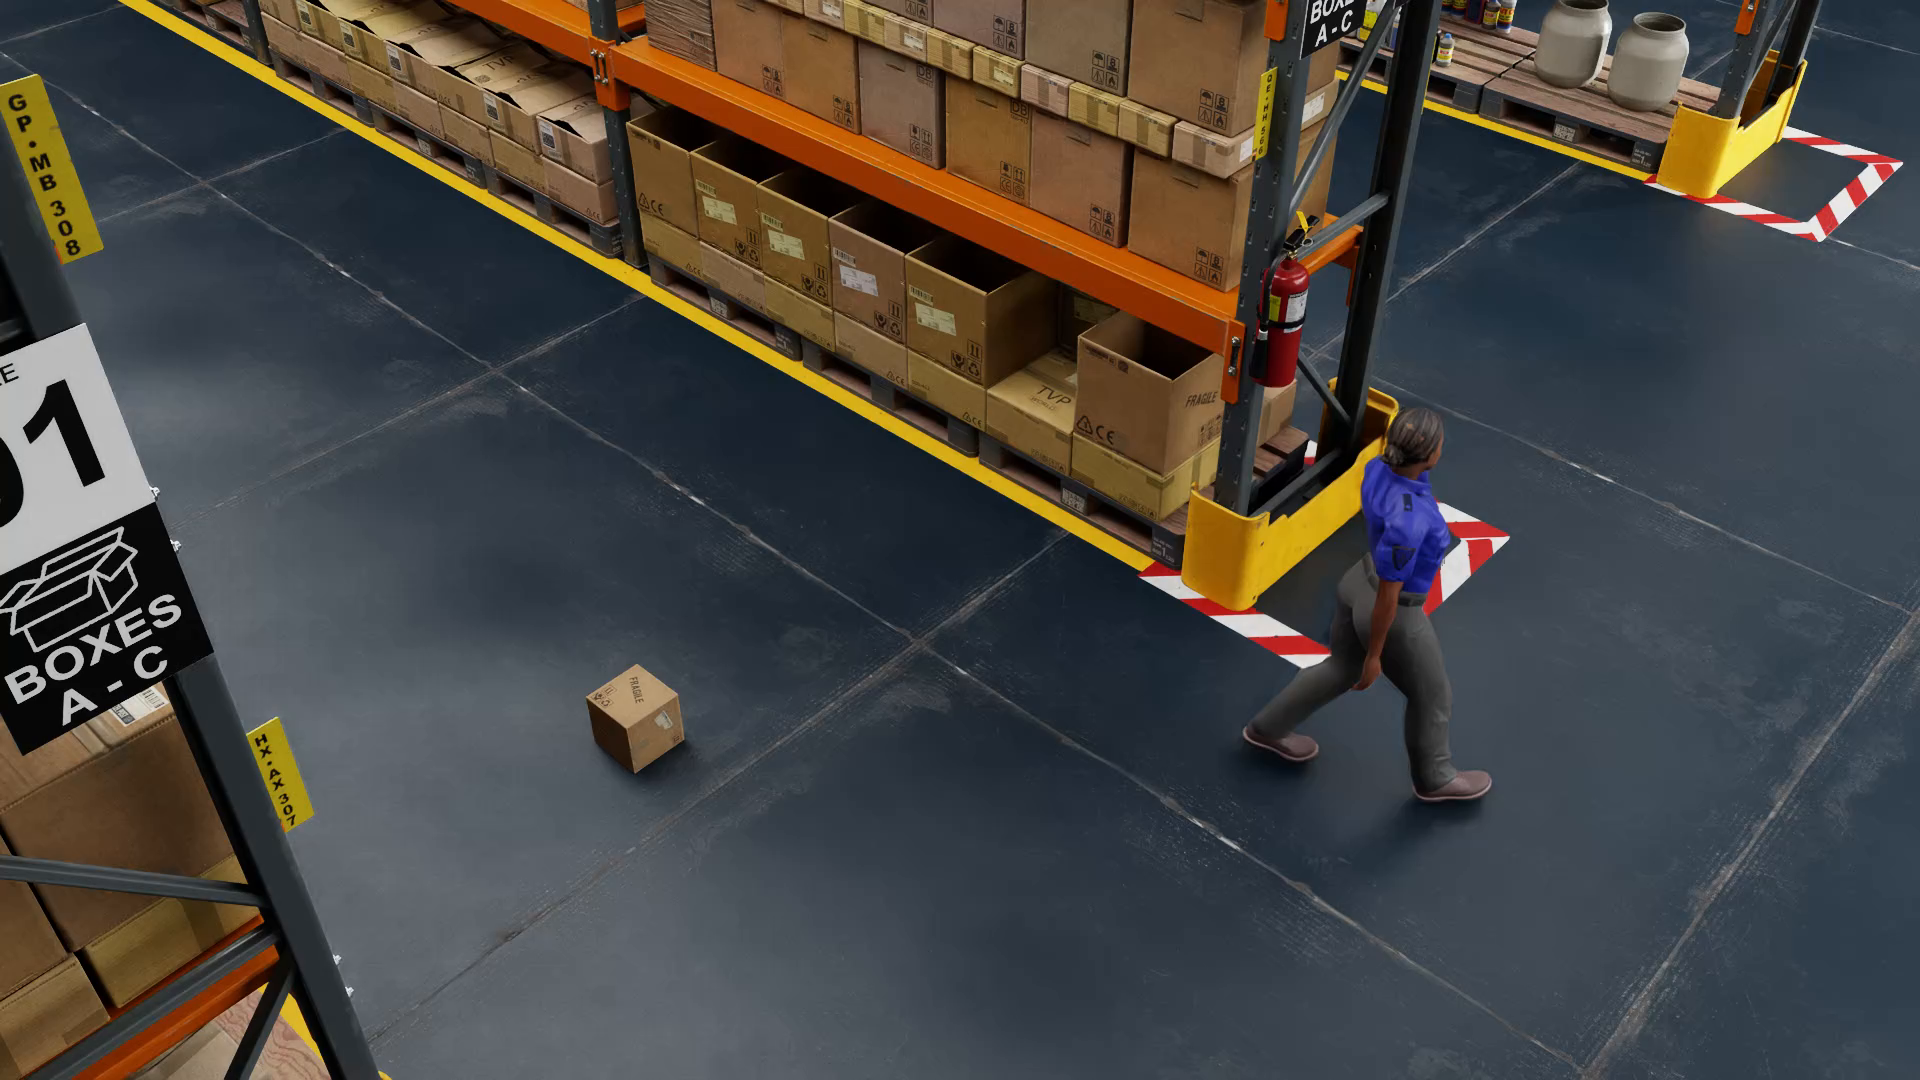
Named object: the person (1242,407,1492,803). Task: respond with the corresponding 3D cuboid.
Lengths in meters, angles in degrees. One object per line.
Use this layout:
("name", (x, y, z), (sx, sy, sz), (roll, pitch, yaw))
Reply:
("person", (1.539, 0.235, 5.874), (0.894, 1.599, 0.528), (-3, 40, -3))
